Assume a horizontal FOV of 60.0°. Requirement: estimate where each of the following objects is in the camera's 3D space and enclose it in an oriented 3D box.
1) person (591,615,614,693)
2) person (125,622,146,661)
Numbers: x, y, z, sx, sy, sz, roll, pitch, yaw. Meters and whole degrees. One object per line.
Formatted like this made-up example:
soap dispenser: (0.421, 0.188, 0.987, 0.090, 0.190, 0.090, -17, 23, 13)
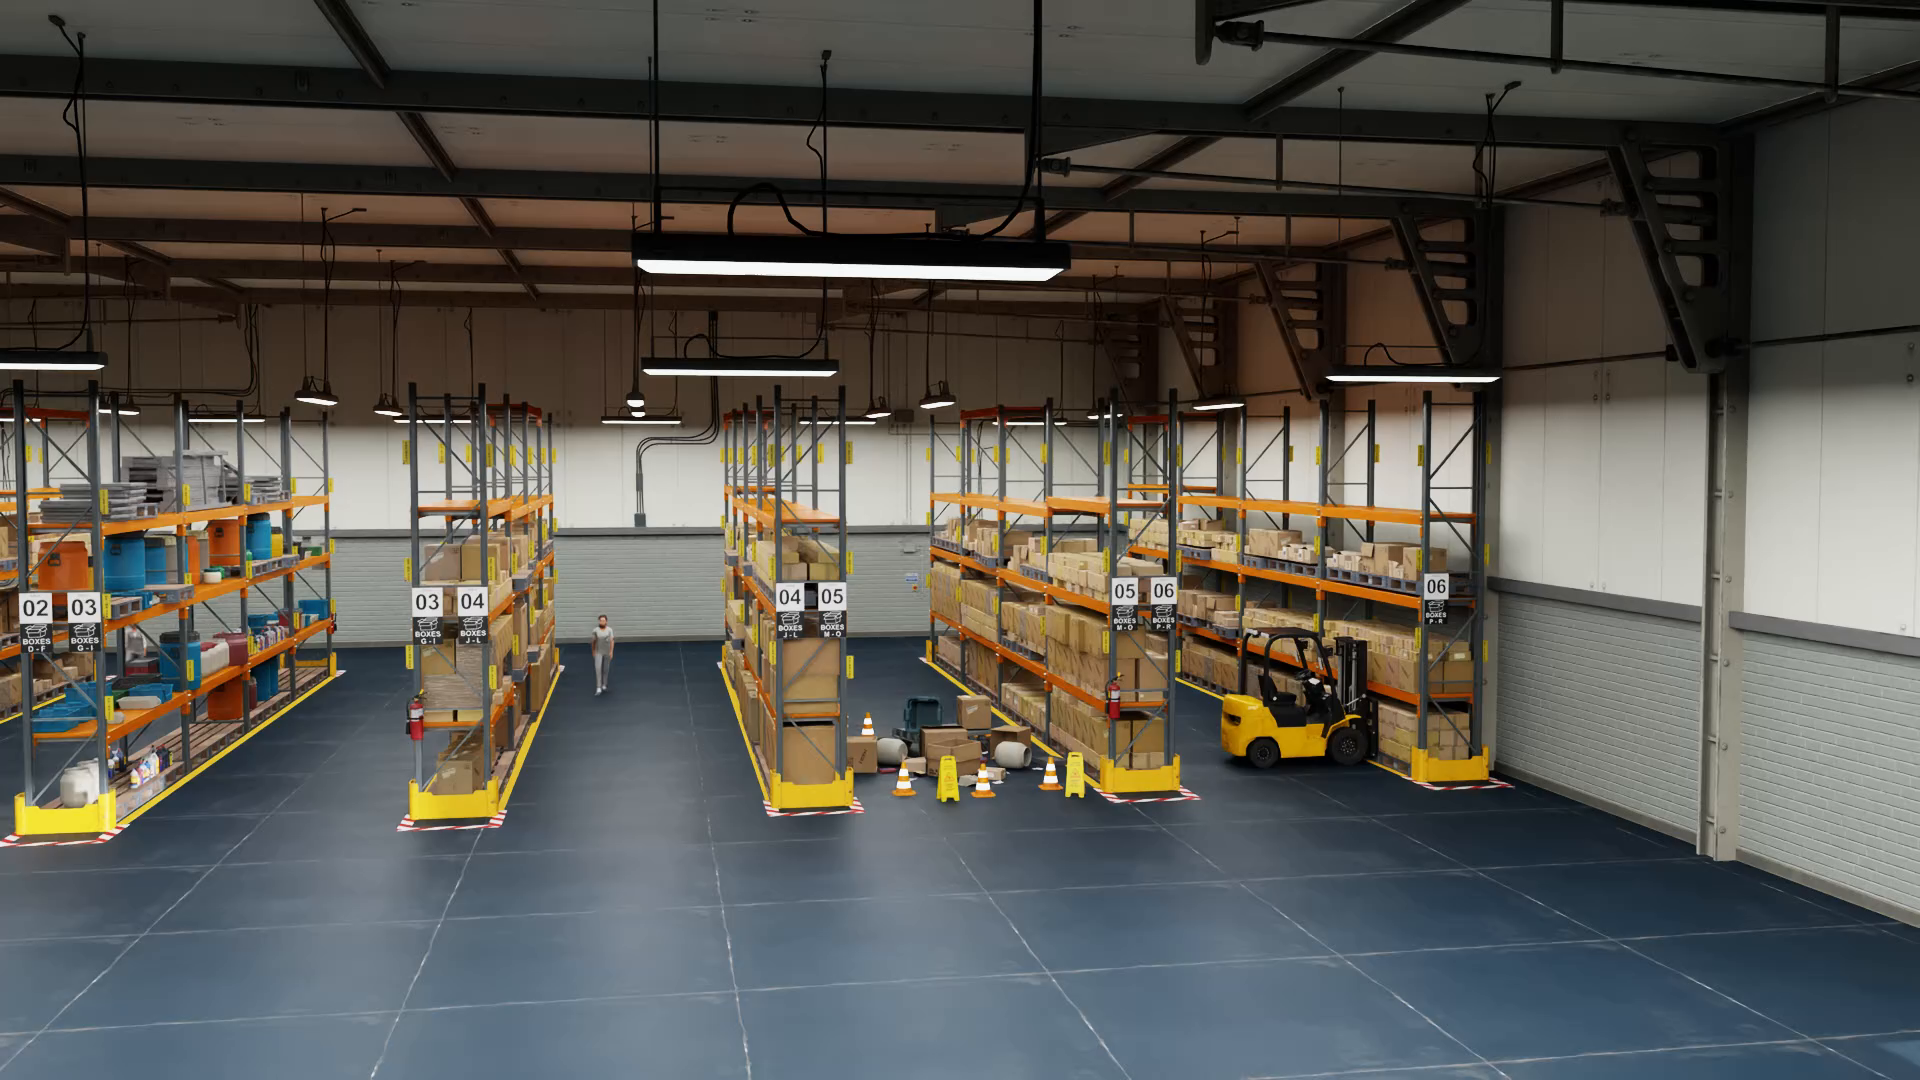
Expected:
person: (-7.522, 2.389, 35.072, 0.456, 1.623, 0.964, -1, 3, -23)
person: (-17.748, 2.411, 35.778, 0.435, 1.546, 0.912, -2, 3, -28)
